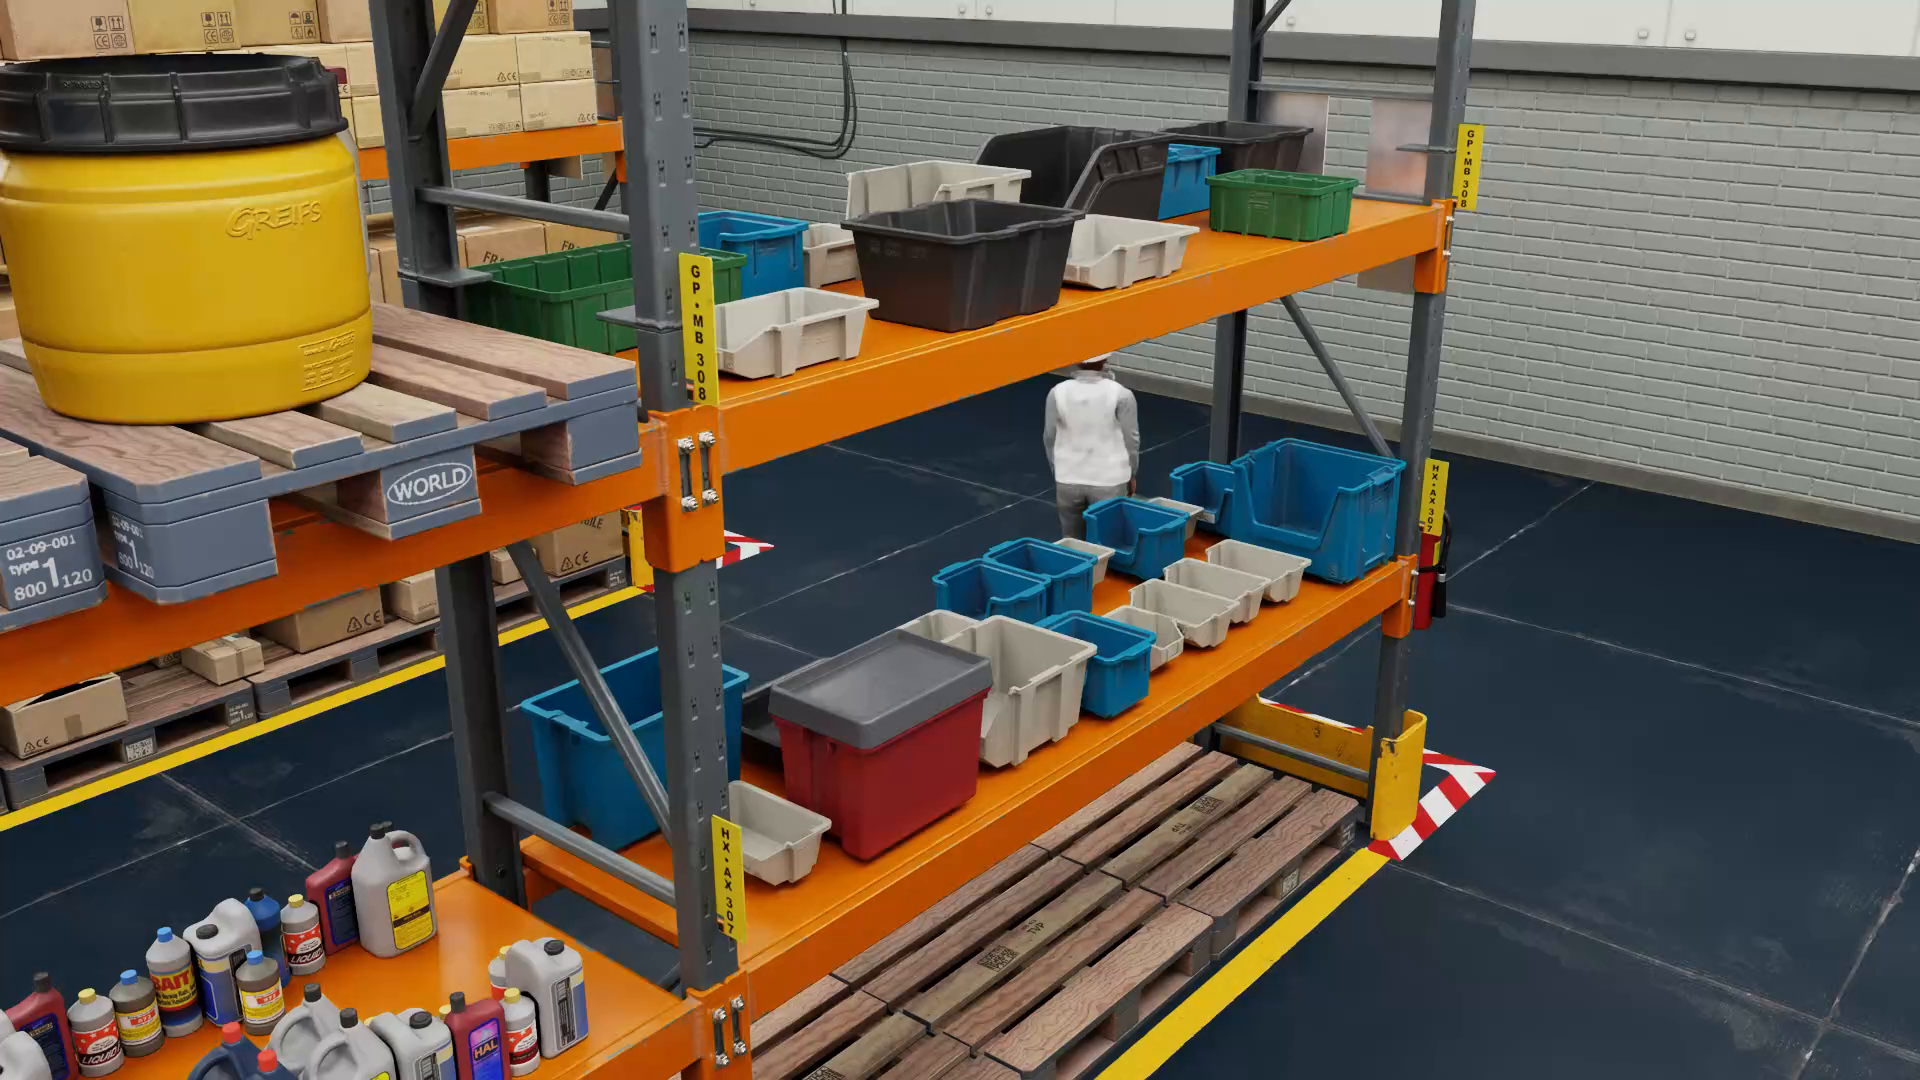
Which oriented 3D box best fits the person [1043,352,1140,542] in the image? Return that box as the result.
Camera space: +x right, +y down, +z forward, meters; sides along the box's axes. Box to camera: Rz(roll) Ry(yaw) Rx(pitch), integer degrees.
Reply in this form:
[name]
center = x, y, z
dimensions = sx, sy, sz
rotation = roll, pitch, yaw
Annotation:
[person]
center = 0.744, -0.340, 9.468
dimensions = 0.554, 1.770, 0.538
rotation = 7, 21, 18
